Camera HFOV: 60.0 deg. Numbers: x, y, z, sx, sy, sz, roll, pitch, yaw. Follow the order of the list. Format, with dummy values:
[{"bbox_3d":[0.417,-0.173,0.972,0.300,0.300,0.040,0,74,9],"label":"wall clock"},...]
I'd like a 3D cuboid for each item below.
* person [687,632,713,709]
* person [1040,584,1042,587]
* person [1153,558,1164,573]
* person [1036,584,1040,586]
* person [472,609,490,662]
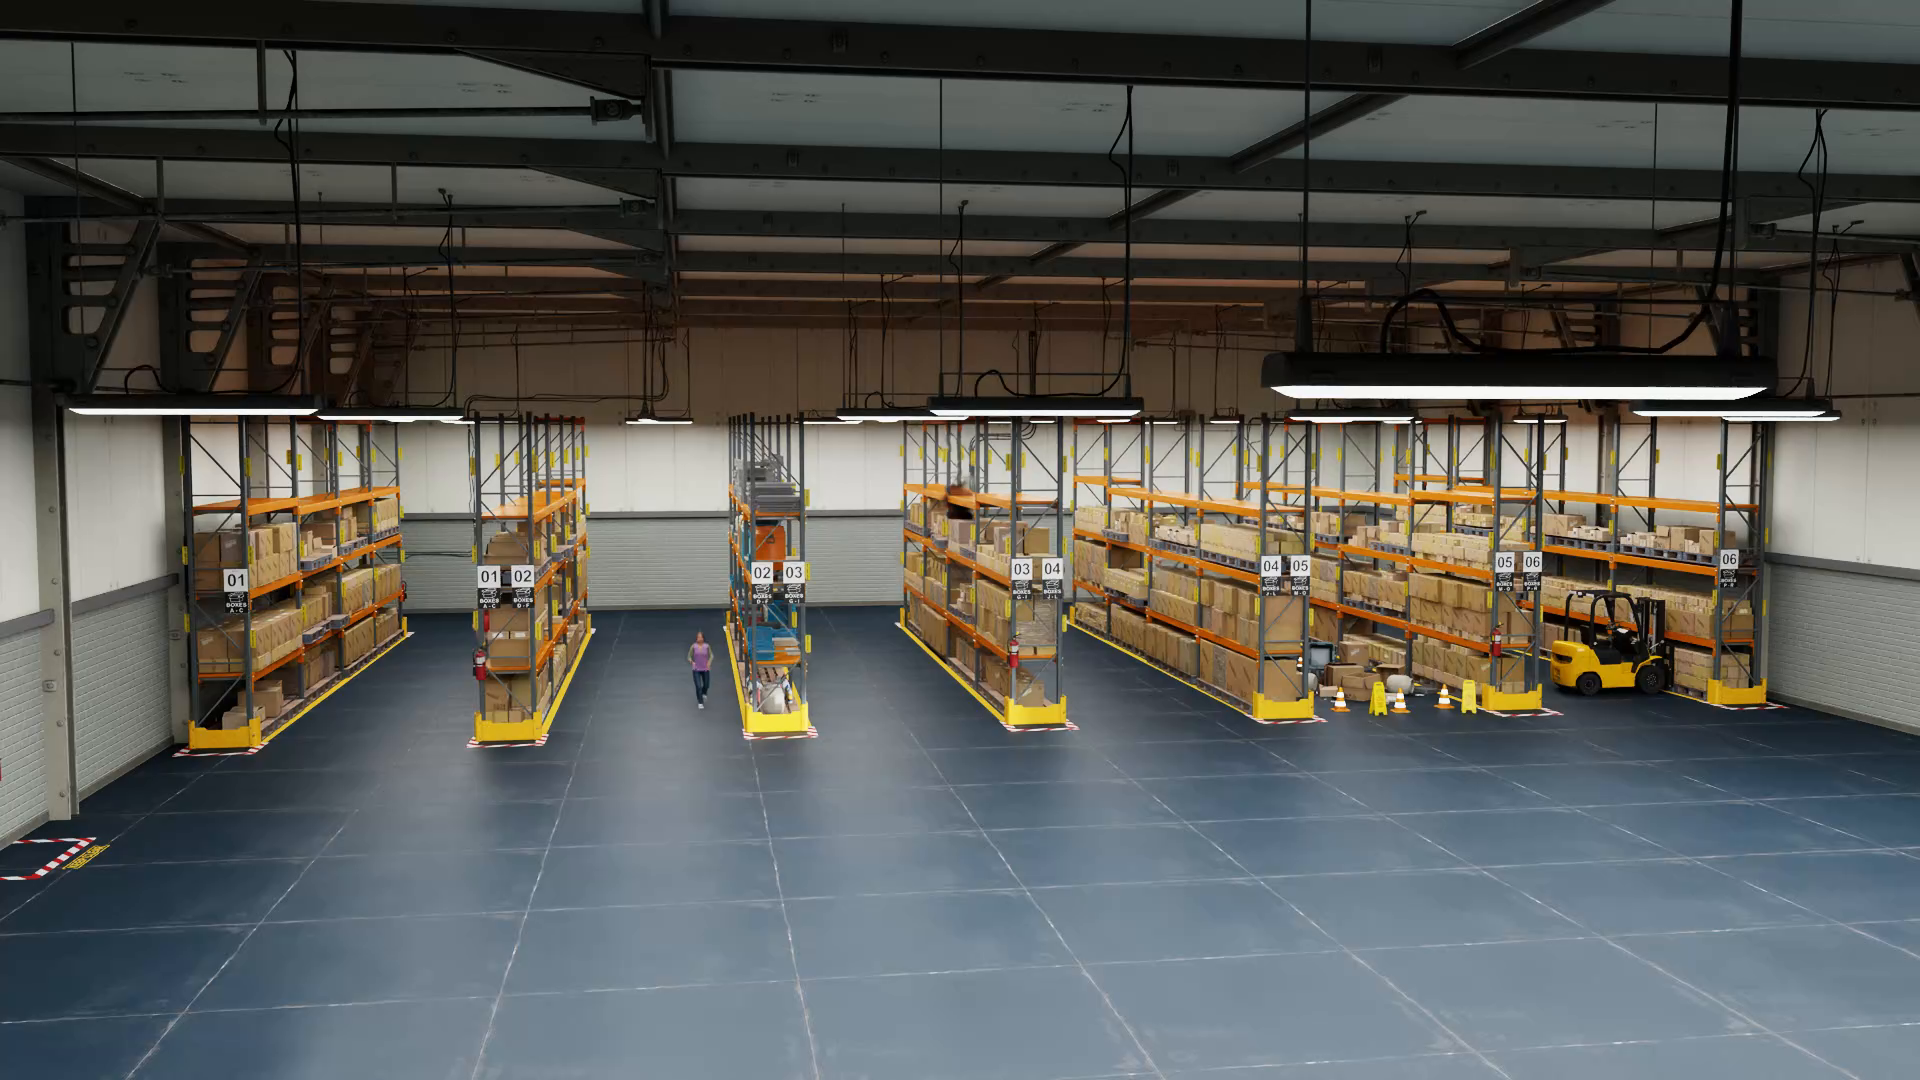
[{"bbox_3d":[-5.276,2.650,33.810,0.532,1.546,0.559,-1,4,-14],"label":"person"},{"bbox_3d":[2.401,1.601,49.407,0.516,1.555,0.709,-2,4,-22],"label":"person"},{"bbox_3d":[6.011,1.410,50.201,0.965,1.761,0.718,-1,4,-12],"label":"person"},{"bbox_3d":[2.052,1.881,44.589,0.618,1.648,0.719,0,4,-7],"label":"person"},{"bbox_3d":[-10.954,2.261,38.453,0.648,1.700,0.613,-1,4,-16],"label":"person"}]
